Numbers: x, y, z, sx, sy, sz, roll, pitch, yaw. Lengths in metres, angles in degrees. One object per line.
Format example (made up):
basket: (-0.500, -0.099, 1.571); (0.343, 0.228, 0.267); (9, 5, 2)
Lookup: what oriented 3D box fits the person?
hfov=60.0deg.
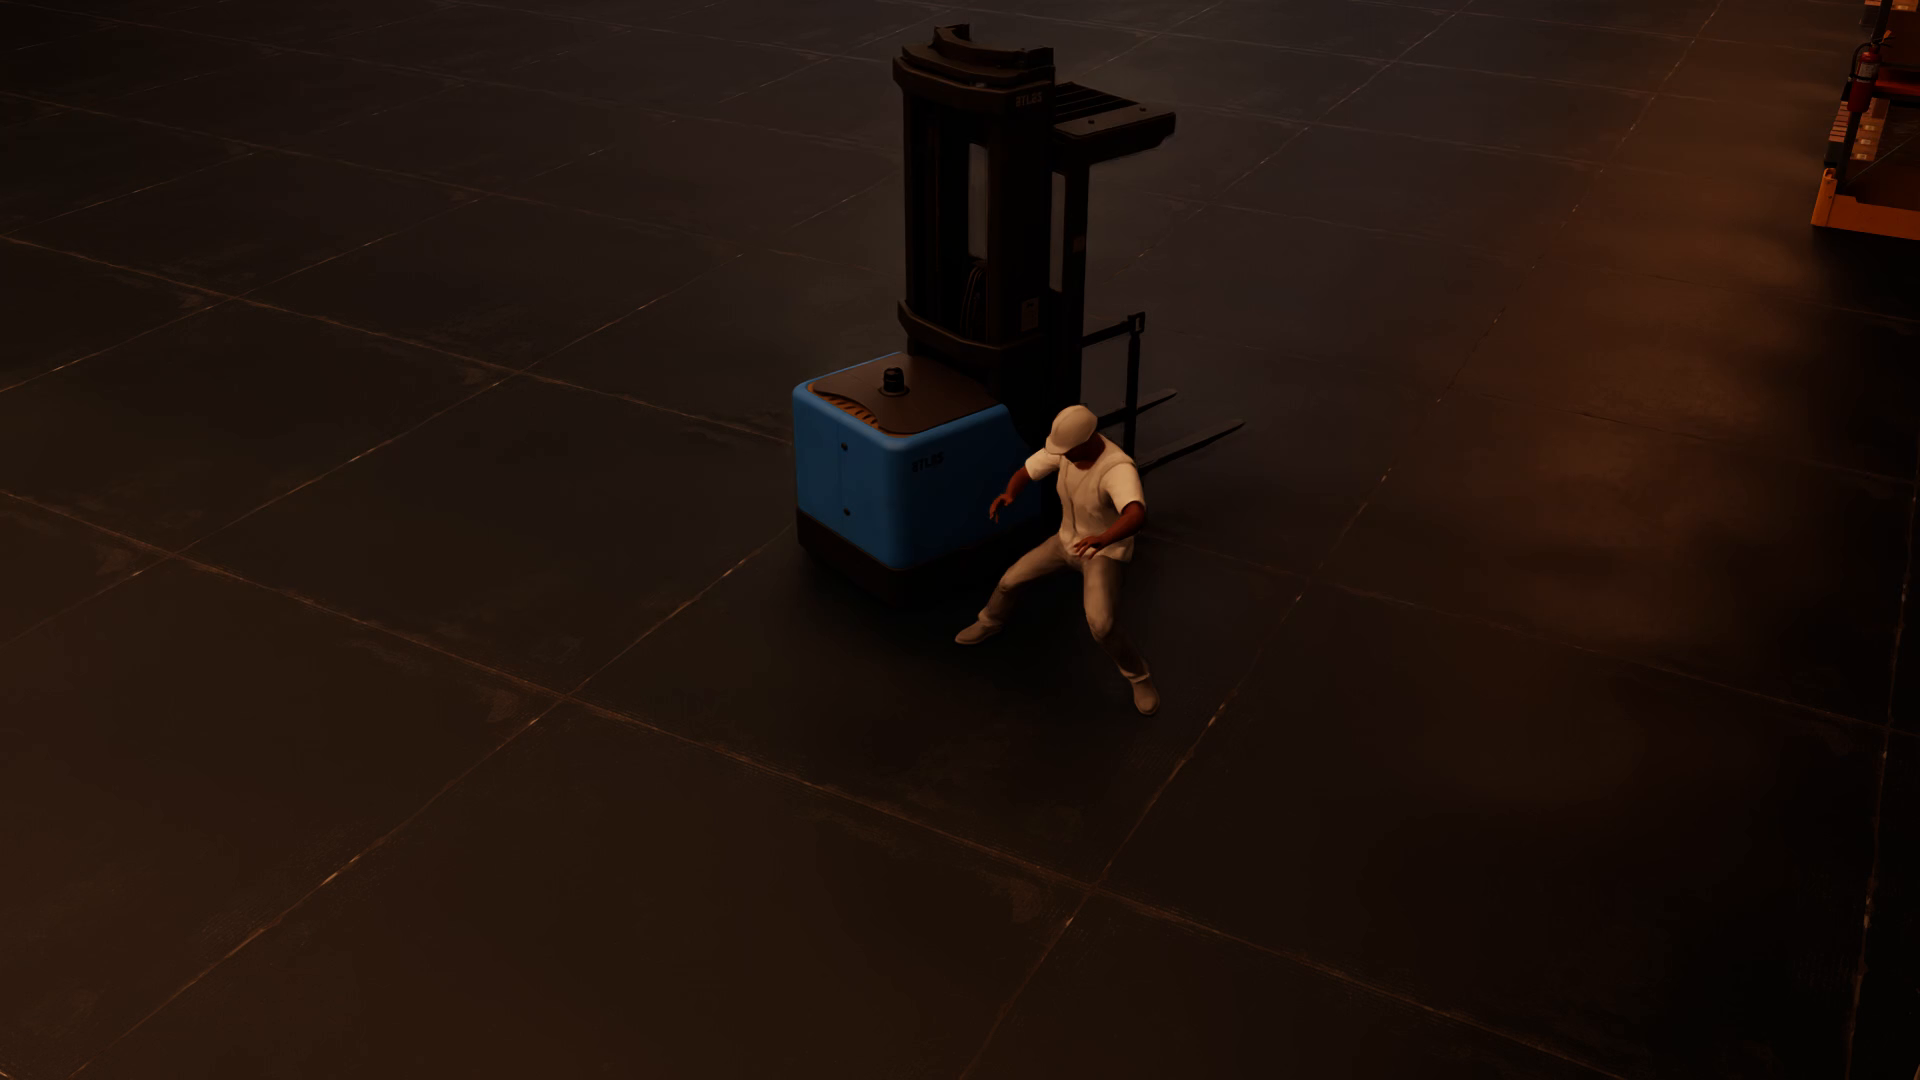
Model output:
person: (0.556, 0.041, 8.406); (0.698, 1.533, 1.196); (-19, 35, -29)

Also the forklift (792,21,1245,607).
forklift: (0.492, -1.497, 9.664); (3.031, 2.935, 1.130); (-22, 37, -33)
